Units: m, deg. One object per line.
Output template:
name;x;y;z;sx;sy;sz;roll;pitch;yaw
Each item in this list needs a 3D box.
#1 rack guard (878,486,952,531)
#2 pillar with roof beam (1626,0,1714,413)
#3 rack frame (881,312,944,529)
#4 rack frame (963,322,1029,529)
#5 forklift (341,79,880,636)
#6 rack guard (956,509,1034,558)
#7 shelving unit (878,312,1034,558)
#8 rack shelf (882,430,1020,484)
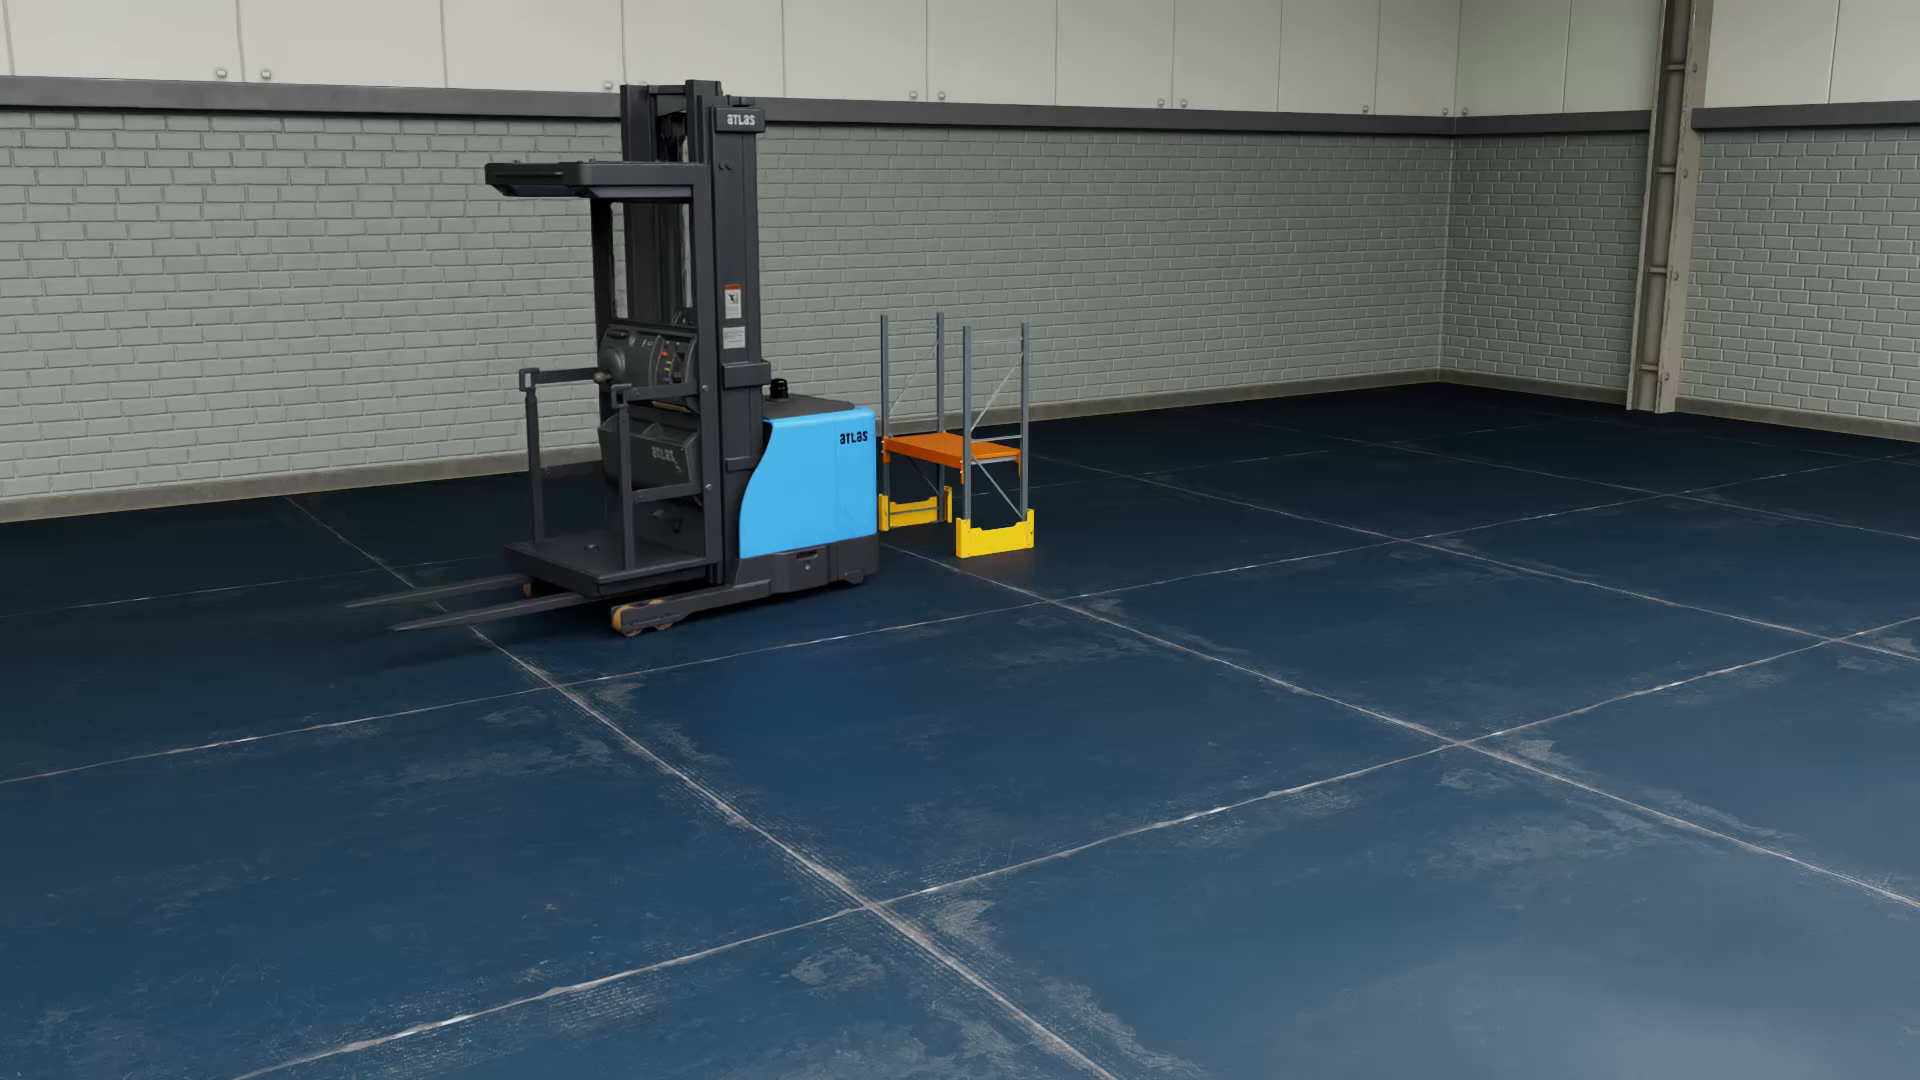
rack guard;-0.318;-0.224;11.802;0.587;0.250;0.087;-8;15;-33
pillar with roof beam;3.757;-5.267;14.382;9.100;9.000;0.400;-8;15;-33
rack frame;-0.329;-0.838;11.684;0.500;1.500;0.032;-8;15;-33
rack frame;0.234;-0.657;10.857;0.500;1.500;0.032;-8;15;-33
forklift;-1.919;-1.037;9.243;3.031;2.935;1.130;-11;16;-41
rack guard;0.234;-0.047;10.992;0.587;0.250;0.087;-8;15;-33
shelving unit;-0.042;-0.746;11.264;0.587;1.500;1.083;-8;15;-33
rack shelf;-0.047;-0.572;11.309;0.538;0.185;1.000;-8;15;-33
